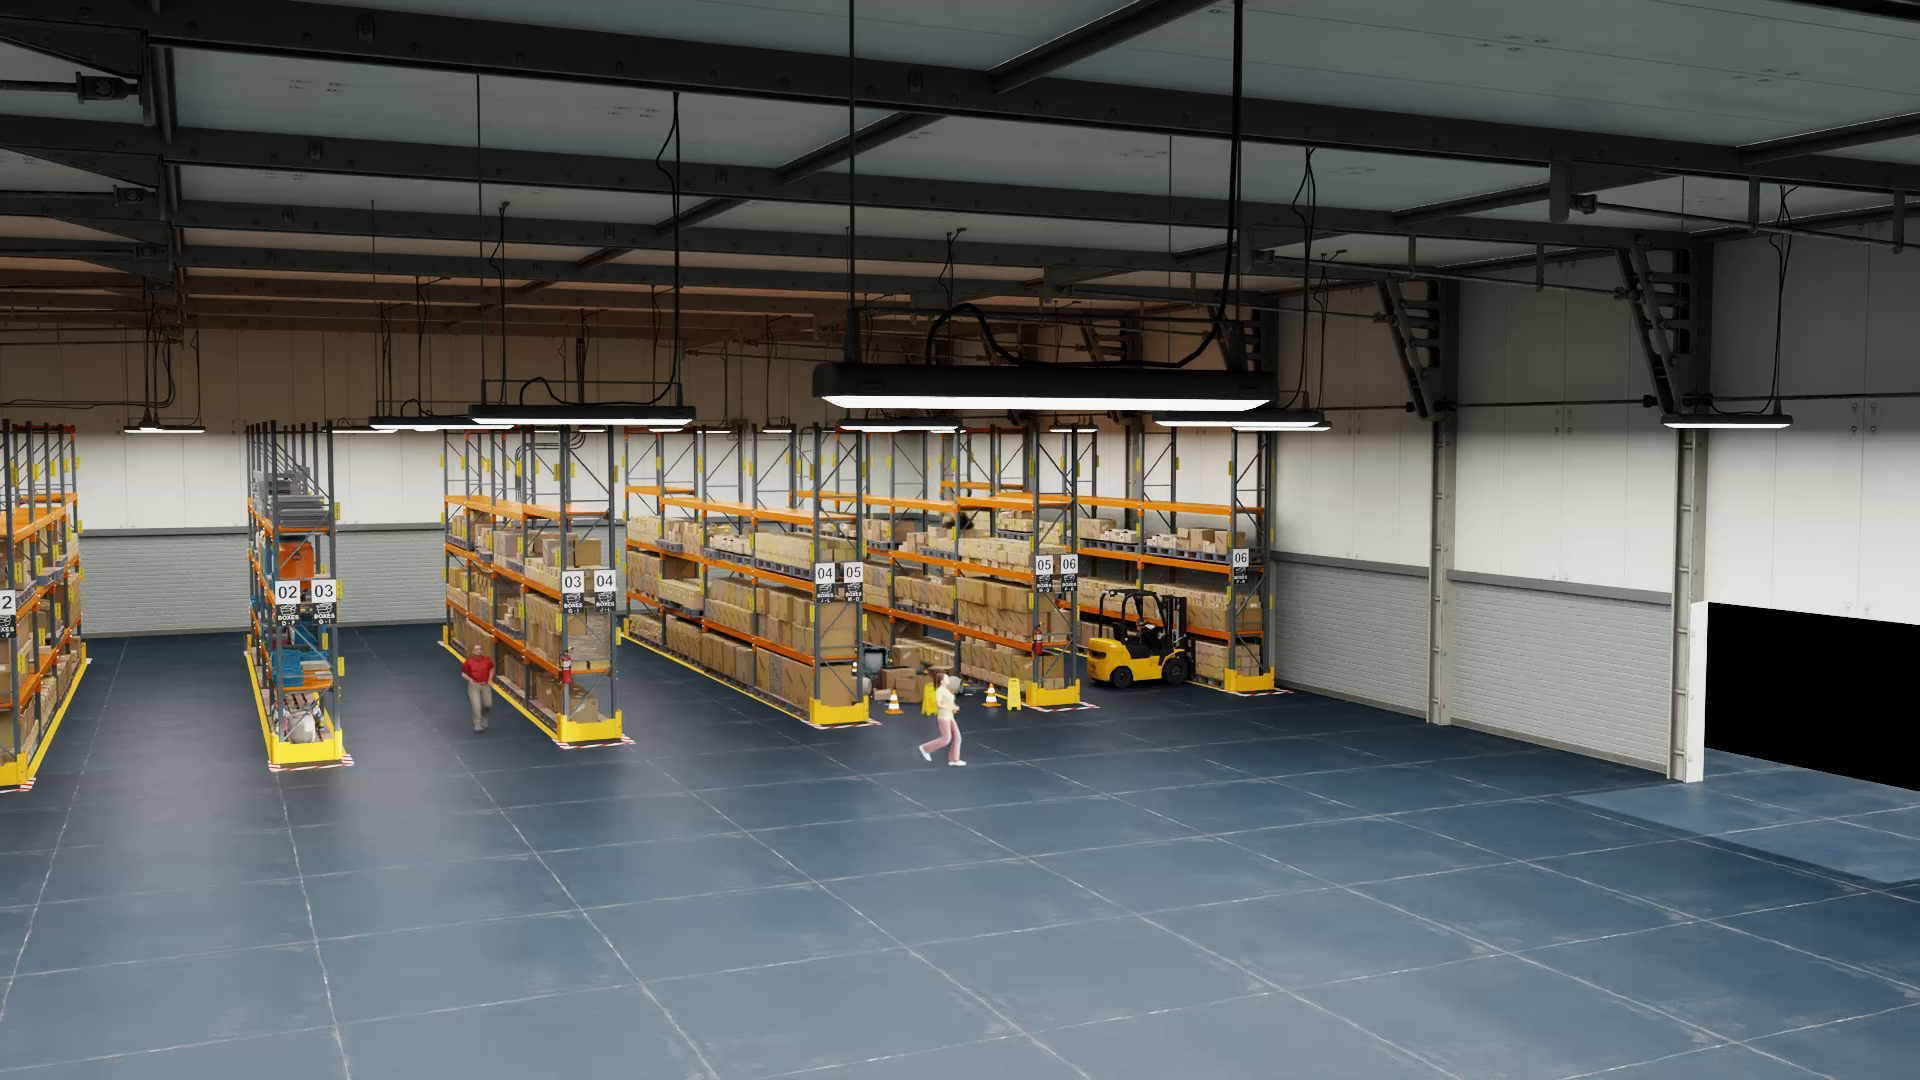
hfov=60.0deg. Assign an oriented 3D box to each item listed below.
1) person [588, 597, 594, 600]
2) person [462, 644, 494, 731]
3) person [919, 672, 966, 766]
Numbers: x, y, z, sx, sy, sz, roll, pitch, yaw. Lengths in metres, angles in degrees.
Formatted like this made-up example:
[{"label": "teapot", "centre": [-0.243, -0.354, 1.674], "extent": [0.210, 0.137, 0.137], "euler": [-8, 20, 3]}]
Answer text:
[{"label": "person", "centre": [-10.734, 1.979, 47.305], "extent": [0.703, 1.577, 0.559], "euler": [0, 4, 1]}, {"label": "person", "centre": [-9.295, 2.862, 32.184], "extent": [0.638, 1.681, 0.586], "euler": [-2, 4, -26]}, {"label": "person", "centre": [-0.292, 3.099, 28.842], "extent": [0.806, 1.634, 0.589], "euler": [1, 4, 12]}]
